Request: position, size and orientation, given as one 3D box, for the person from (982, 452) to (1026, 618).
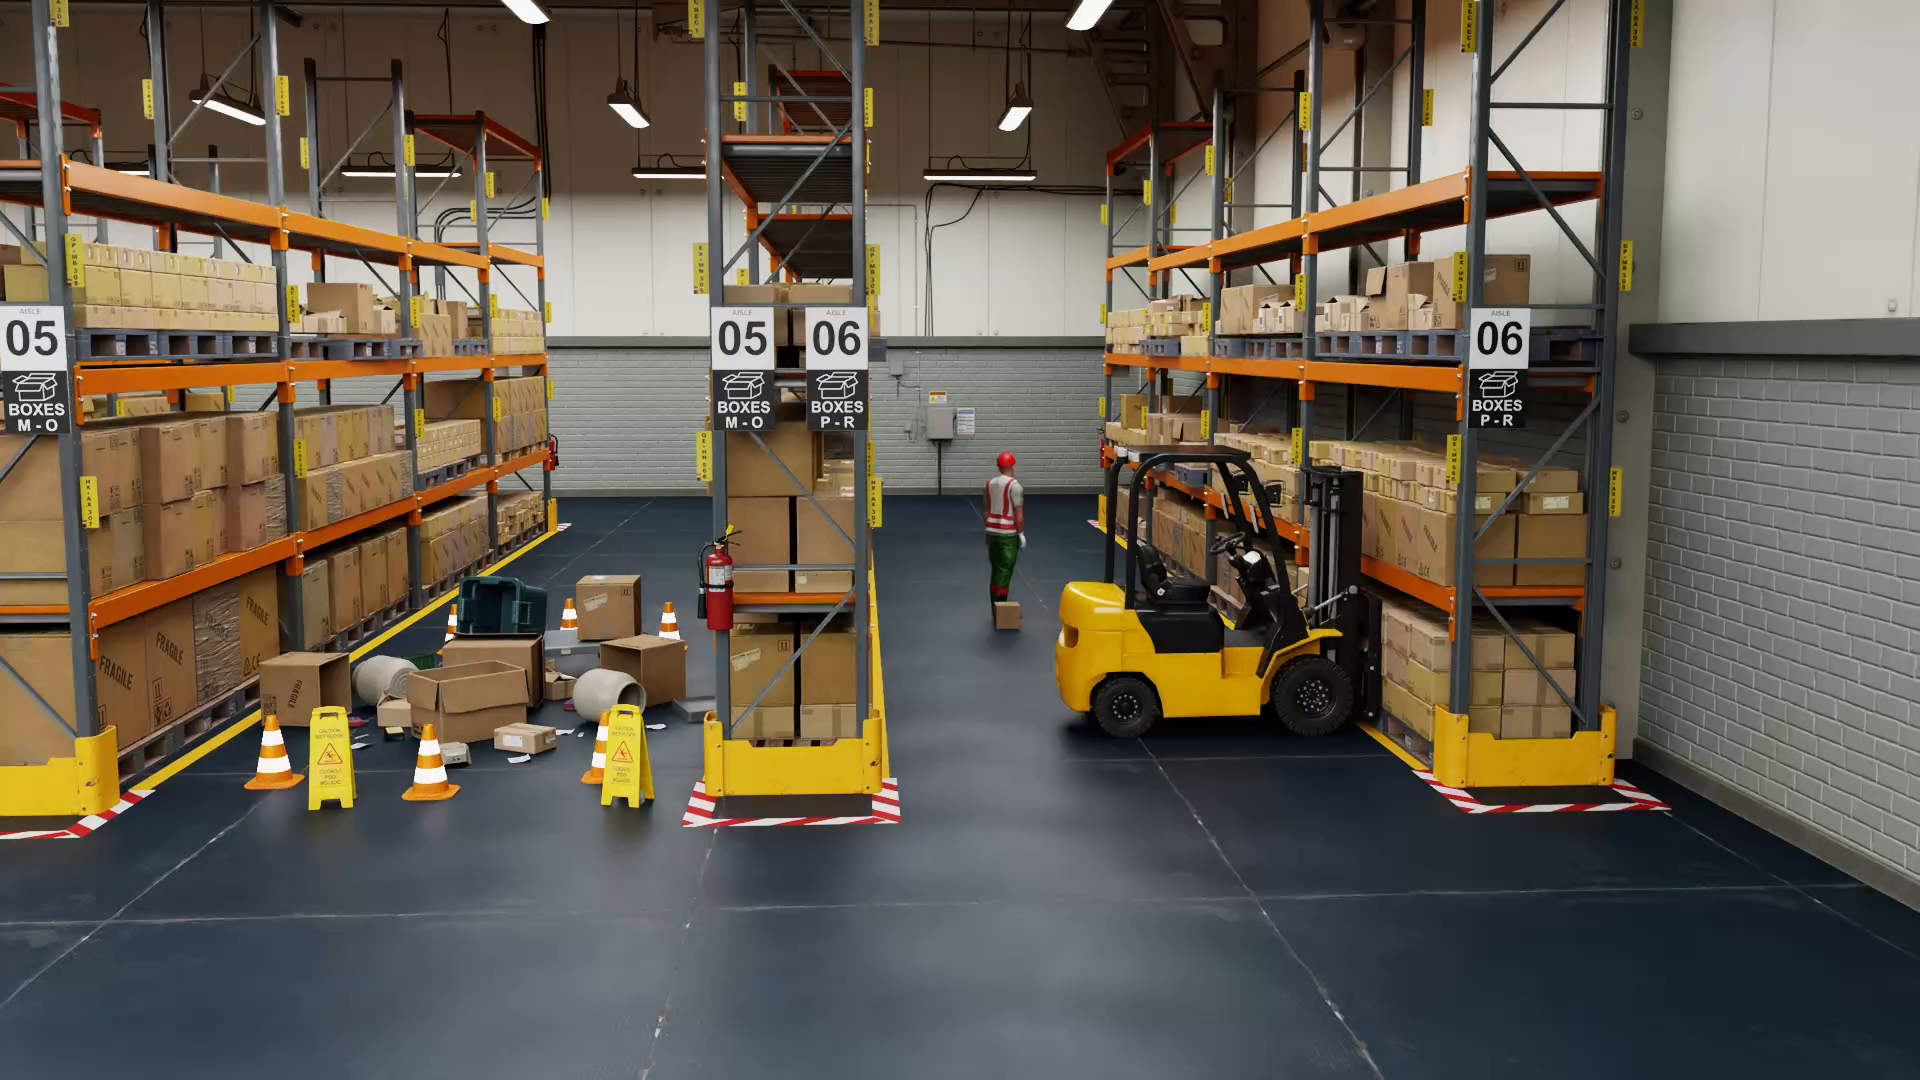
[{"bbox_3d":[0.490,-0.054,17.906,0.513,1.789,0.576,-6,9,-40],"label":"person"}]
